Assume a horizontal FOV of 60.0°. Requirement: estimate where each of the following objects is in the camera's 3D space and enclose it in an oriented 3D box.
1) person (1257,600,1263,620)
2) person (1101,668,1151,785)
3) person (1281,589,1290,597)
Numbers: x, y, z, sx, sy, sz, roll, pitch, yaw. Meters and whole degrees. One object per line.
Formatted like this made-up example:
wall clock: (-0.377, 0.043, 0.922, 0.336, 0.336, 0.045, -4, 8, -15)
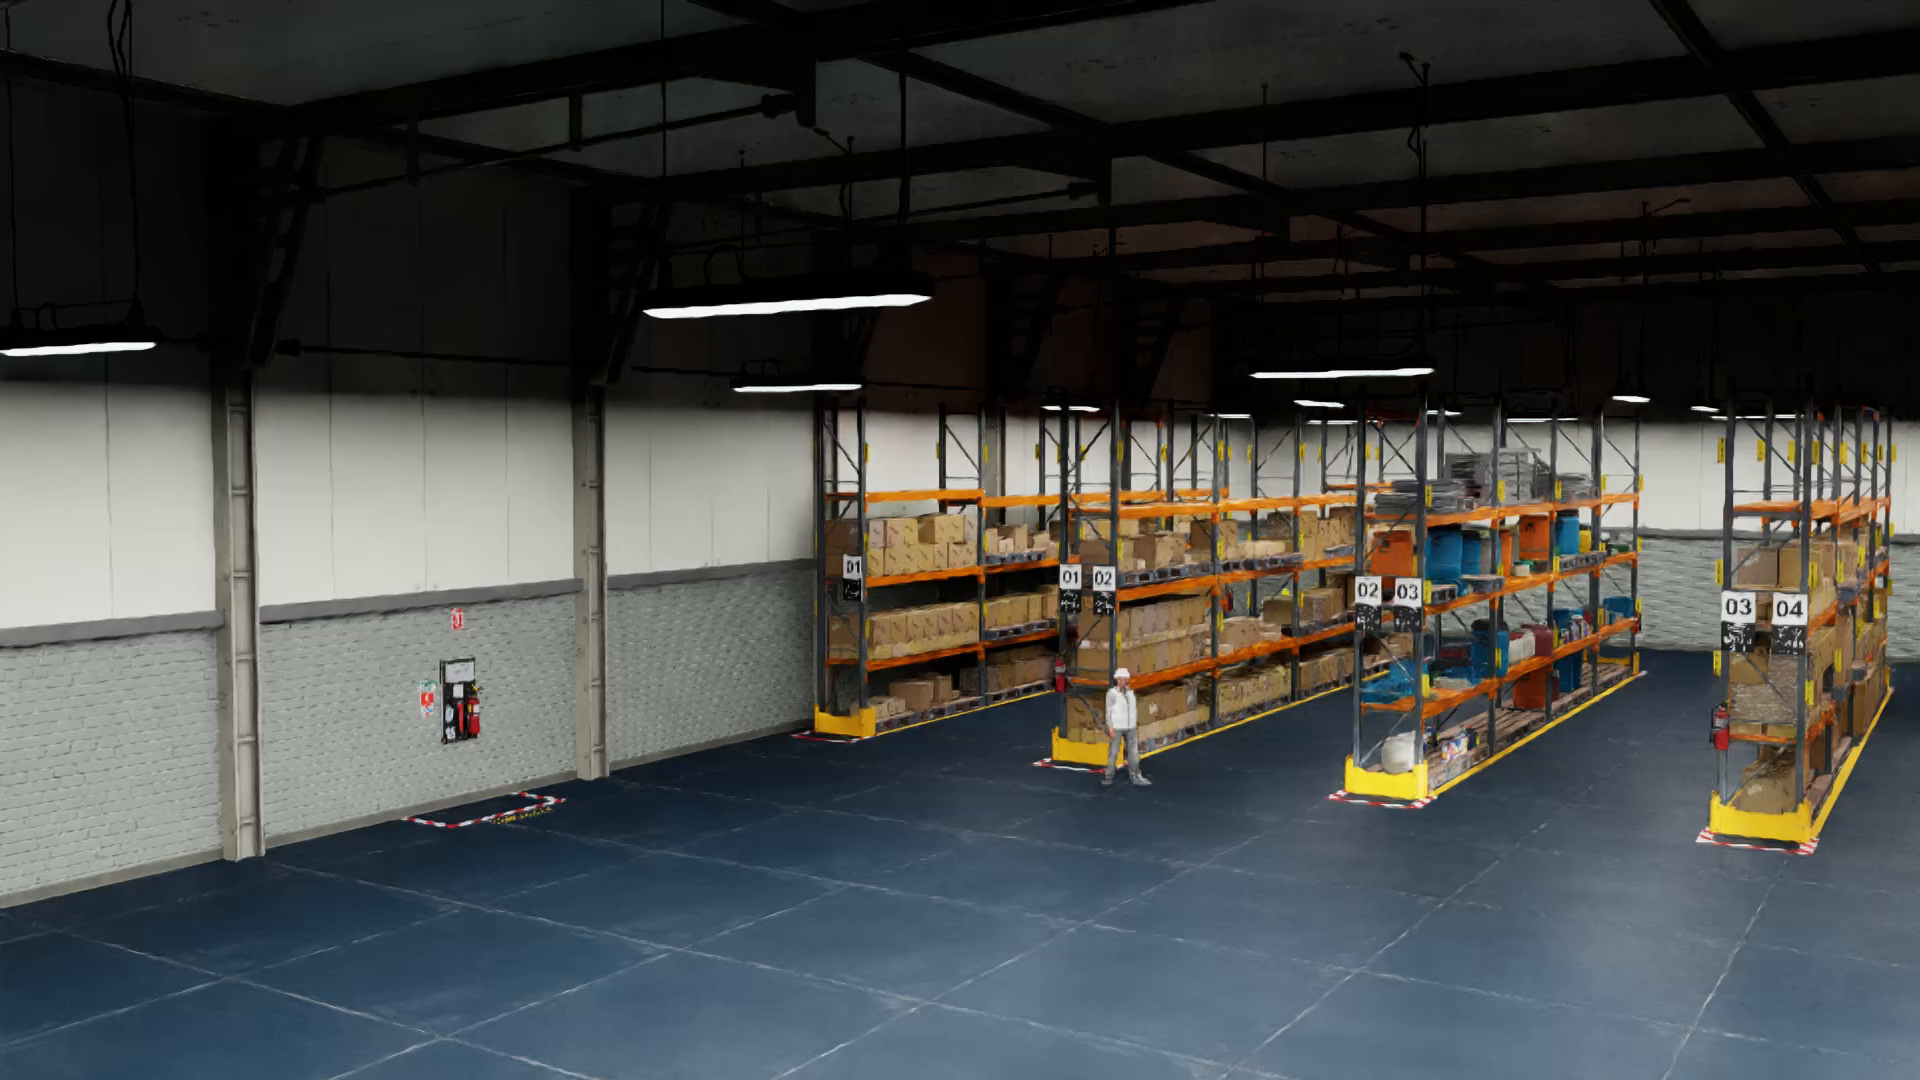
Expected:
person: (6.893, 2.169, 37.422, 0.553, 1.709, 1.117, 2, 4, 35)
person: (2.465, 2.792, 24.951, 0.693, 1.768, 0.500, -1, 3, -26)
person: (7.920, 2.037, 40.344, 0.719, 1.714, 0.578, 2, 3, 31)
